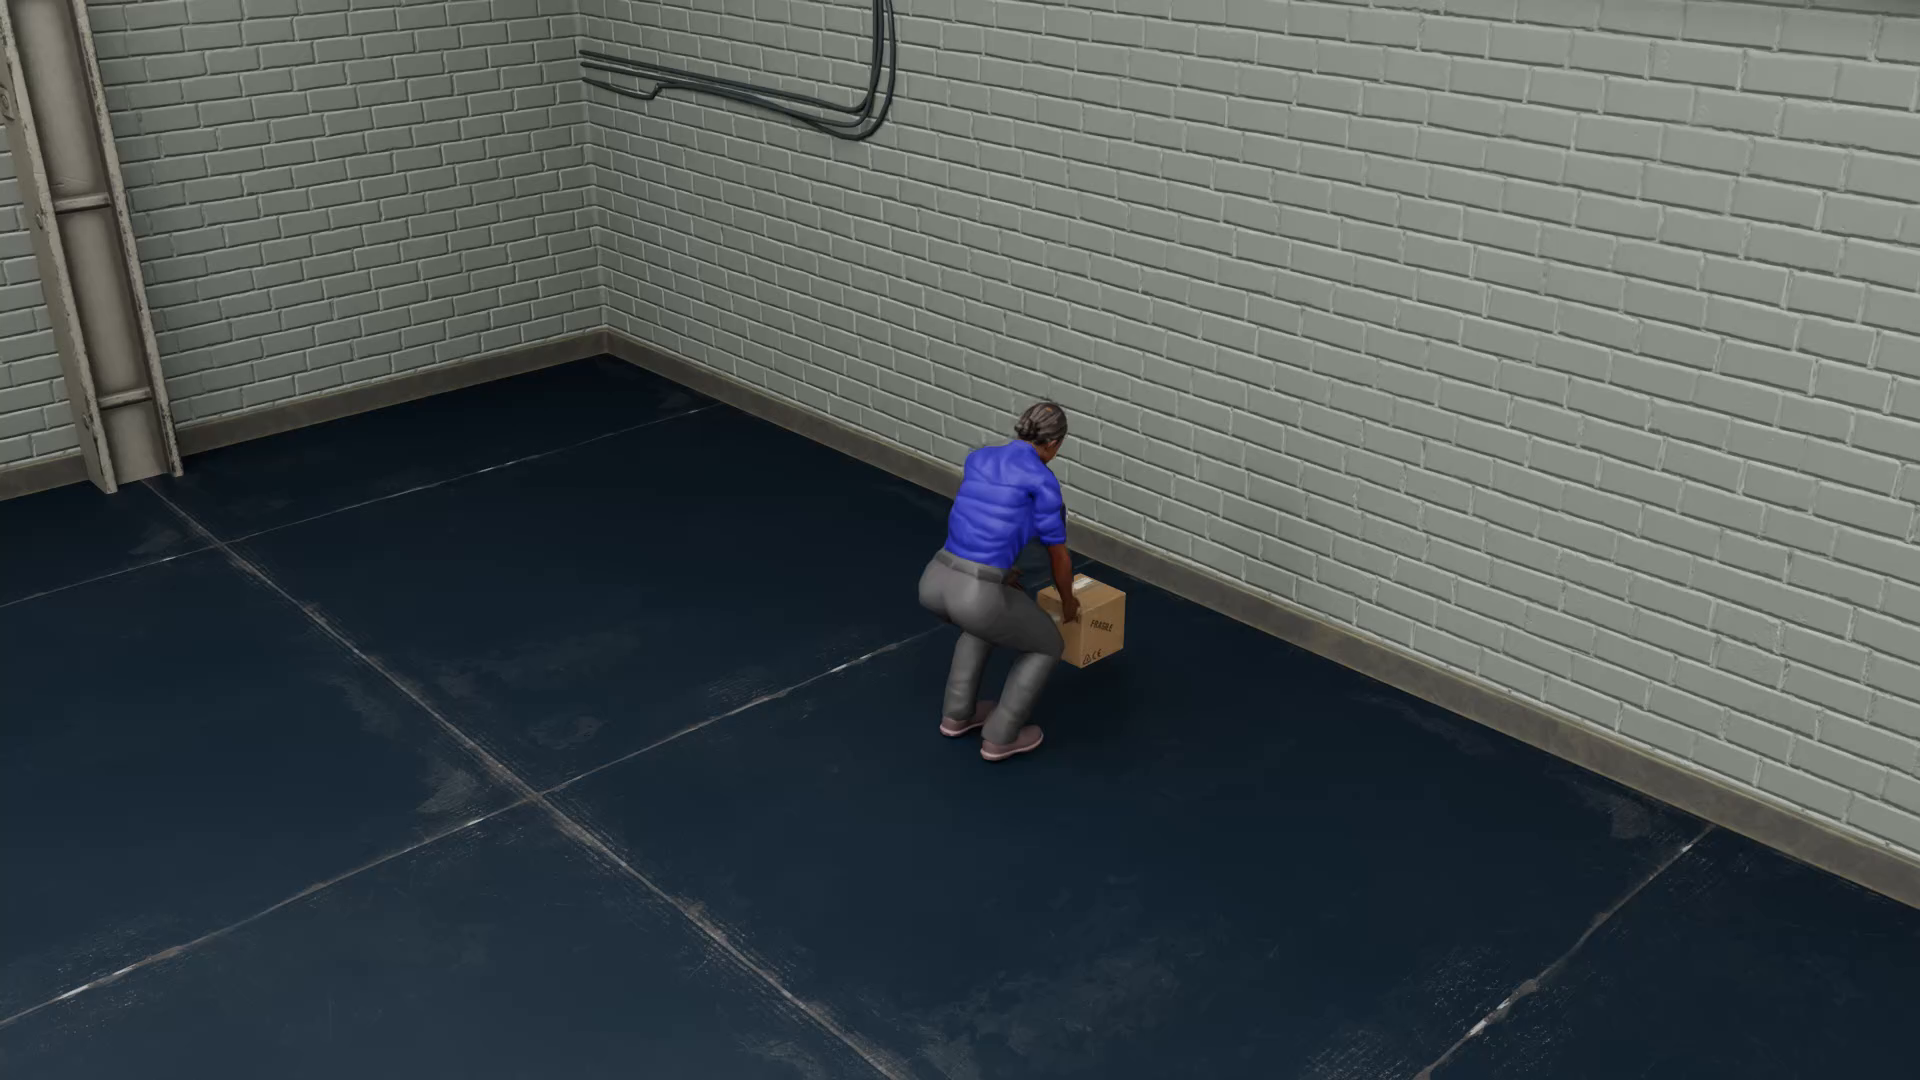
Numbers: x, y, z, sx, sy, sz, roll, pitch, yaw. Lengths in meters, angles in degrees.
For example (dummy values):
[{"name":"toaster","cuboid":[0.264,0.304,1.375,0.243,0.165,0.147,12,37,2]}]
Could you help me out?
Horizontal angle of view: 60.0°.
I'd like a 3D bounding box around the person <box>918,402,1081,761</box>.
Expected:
[{"name":"person","cuboid":[0.137,0.153,6.240,0.682,1.280,0.498,-21,32,-38]}]
